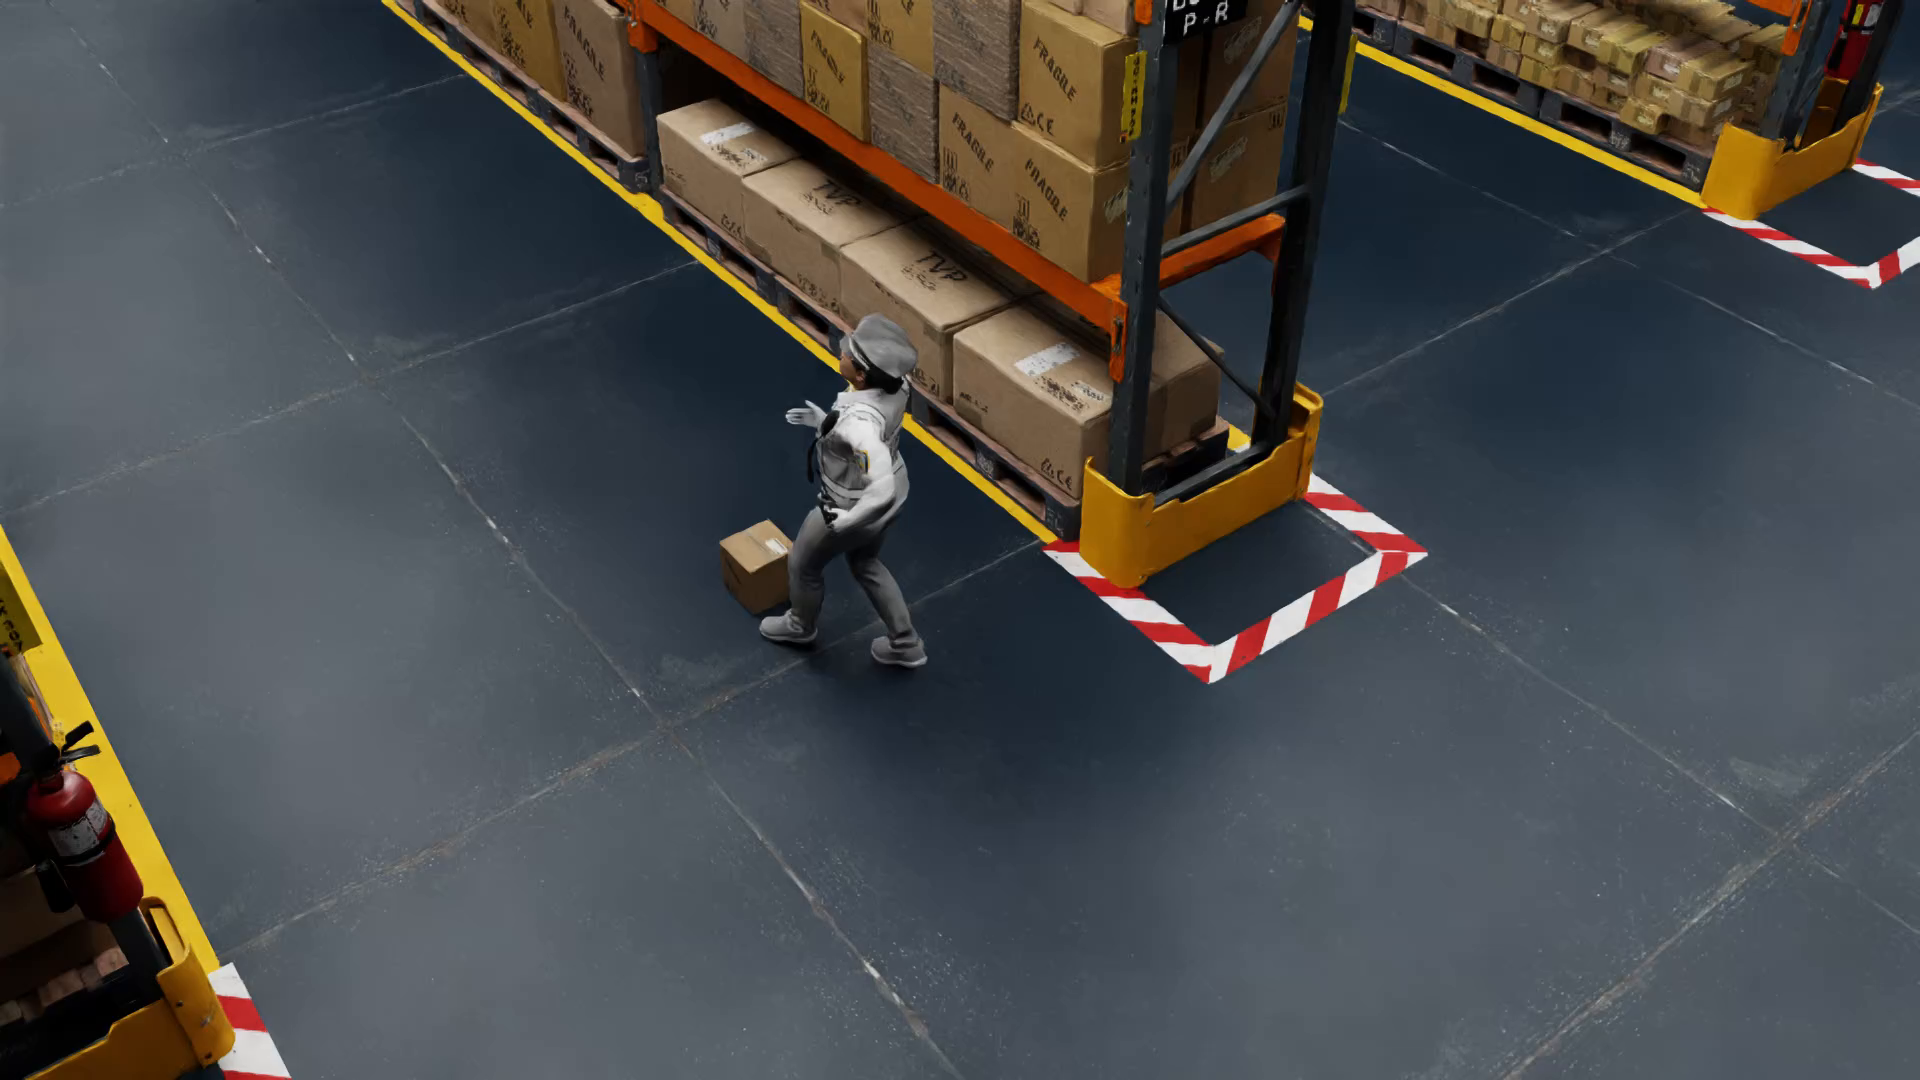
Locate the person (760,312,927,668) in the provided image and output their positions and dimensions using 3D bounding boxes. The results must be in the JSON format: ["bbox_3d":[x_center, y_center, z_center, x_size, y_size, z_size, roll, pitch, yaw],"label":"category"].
[{"bbox_3d":[-0.461,-0.169,6.334,0.805,1.682,0.574,22,45,23],"label":"person"}]
